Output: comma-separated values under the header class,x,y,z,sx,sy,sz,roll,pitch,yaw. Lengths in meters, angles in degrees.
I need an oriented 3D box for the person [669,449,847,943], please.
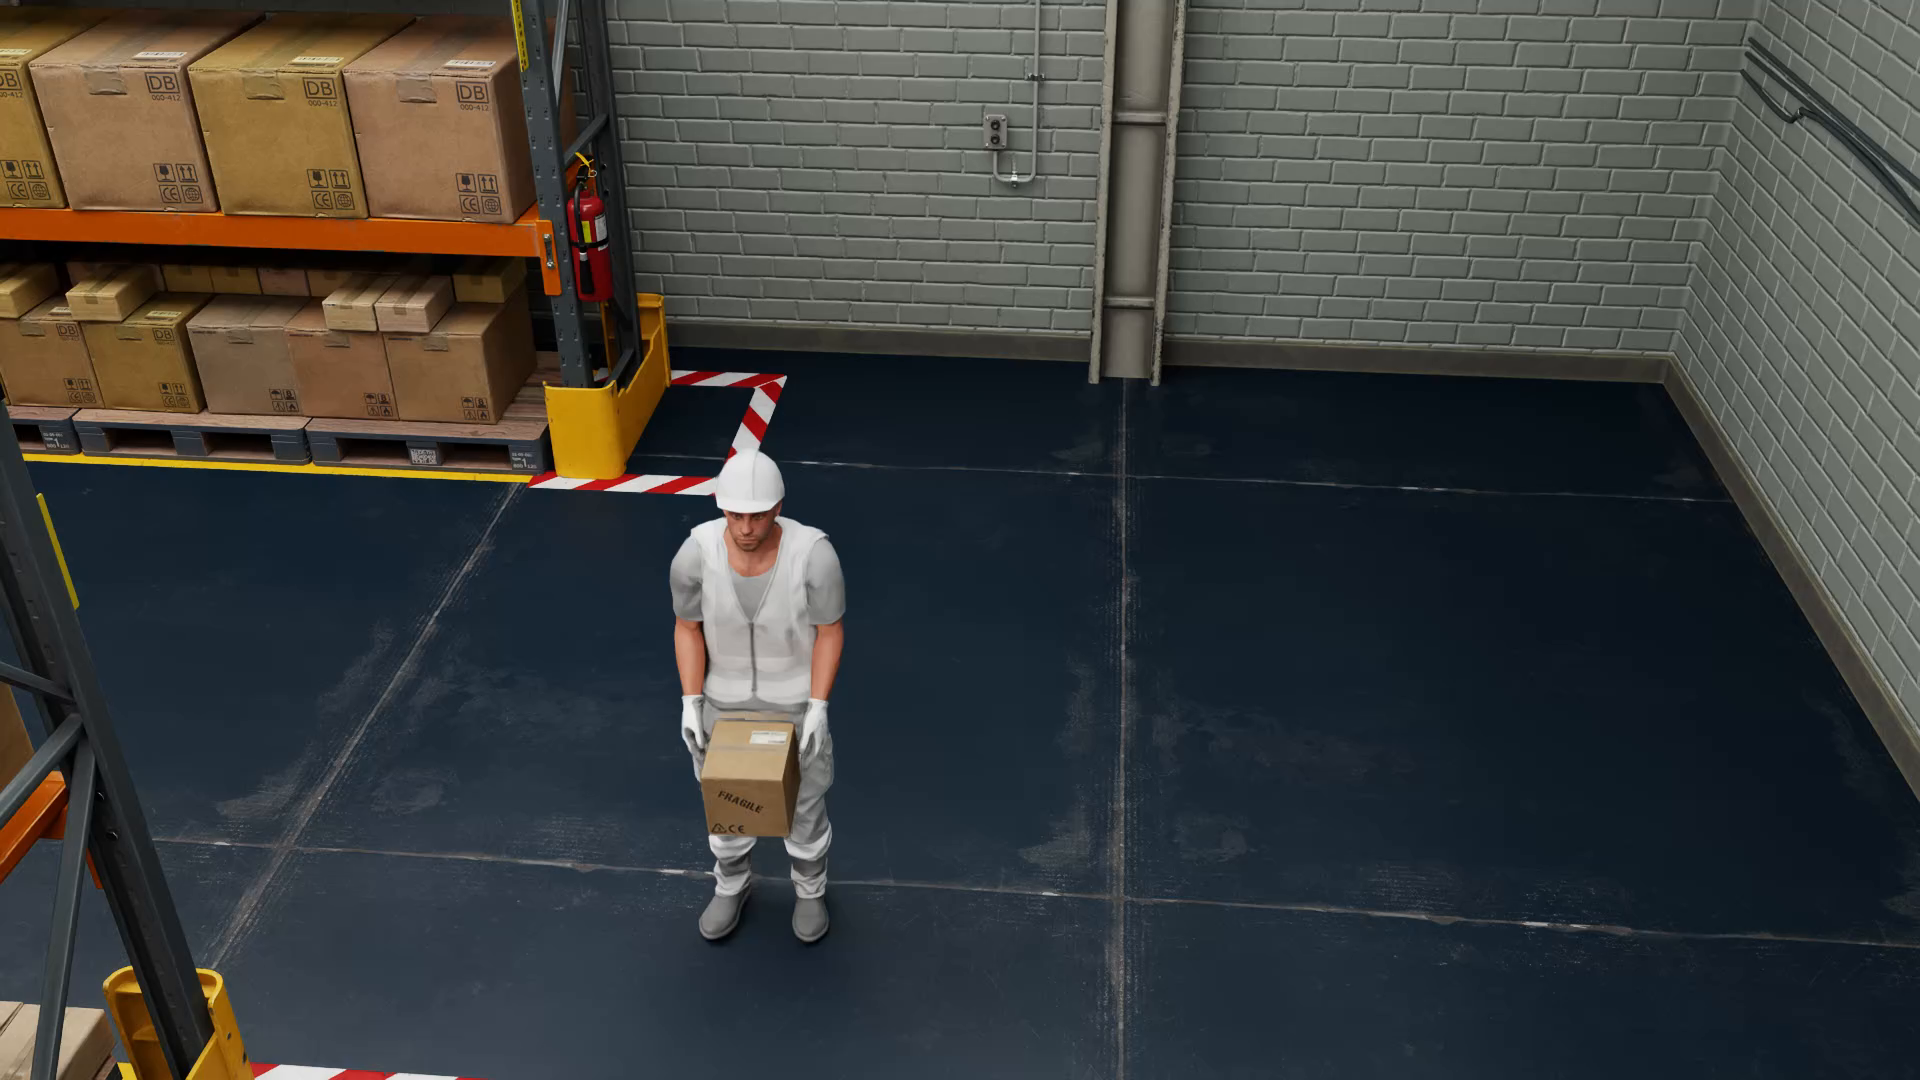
class,x,y,z,sx,sy,sz,roll,pitch,yaw
person,-0.623,0.521,5.267,0.537,1.791,0.449,2,32,3
